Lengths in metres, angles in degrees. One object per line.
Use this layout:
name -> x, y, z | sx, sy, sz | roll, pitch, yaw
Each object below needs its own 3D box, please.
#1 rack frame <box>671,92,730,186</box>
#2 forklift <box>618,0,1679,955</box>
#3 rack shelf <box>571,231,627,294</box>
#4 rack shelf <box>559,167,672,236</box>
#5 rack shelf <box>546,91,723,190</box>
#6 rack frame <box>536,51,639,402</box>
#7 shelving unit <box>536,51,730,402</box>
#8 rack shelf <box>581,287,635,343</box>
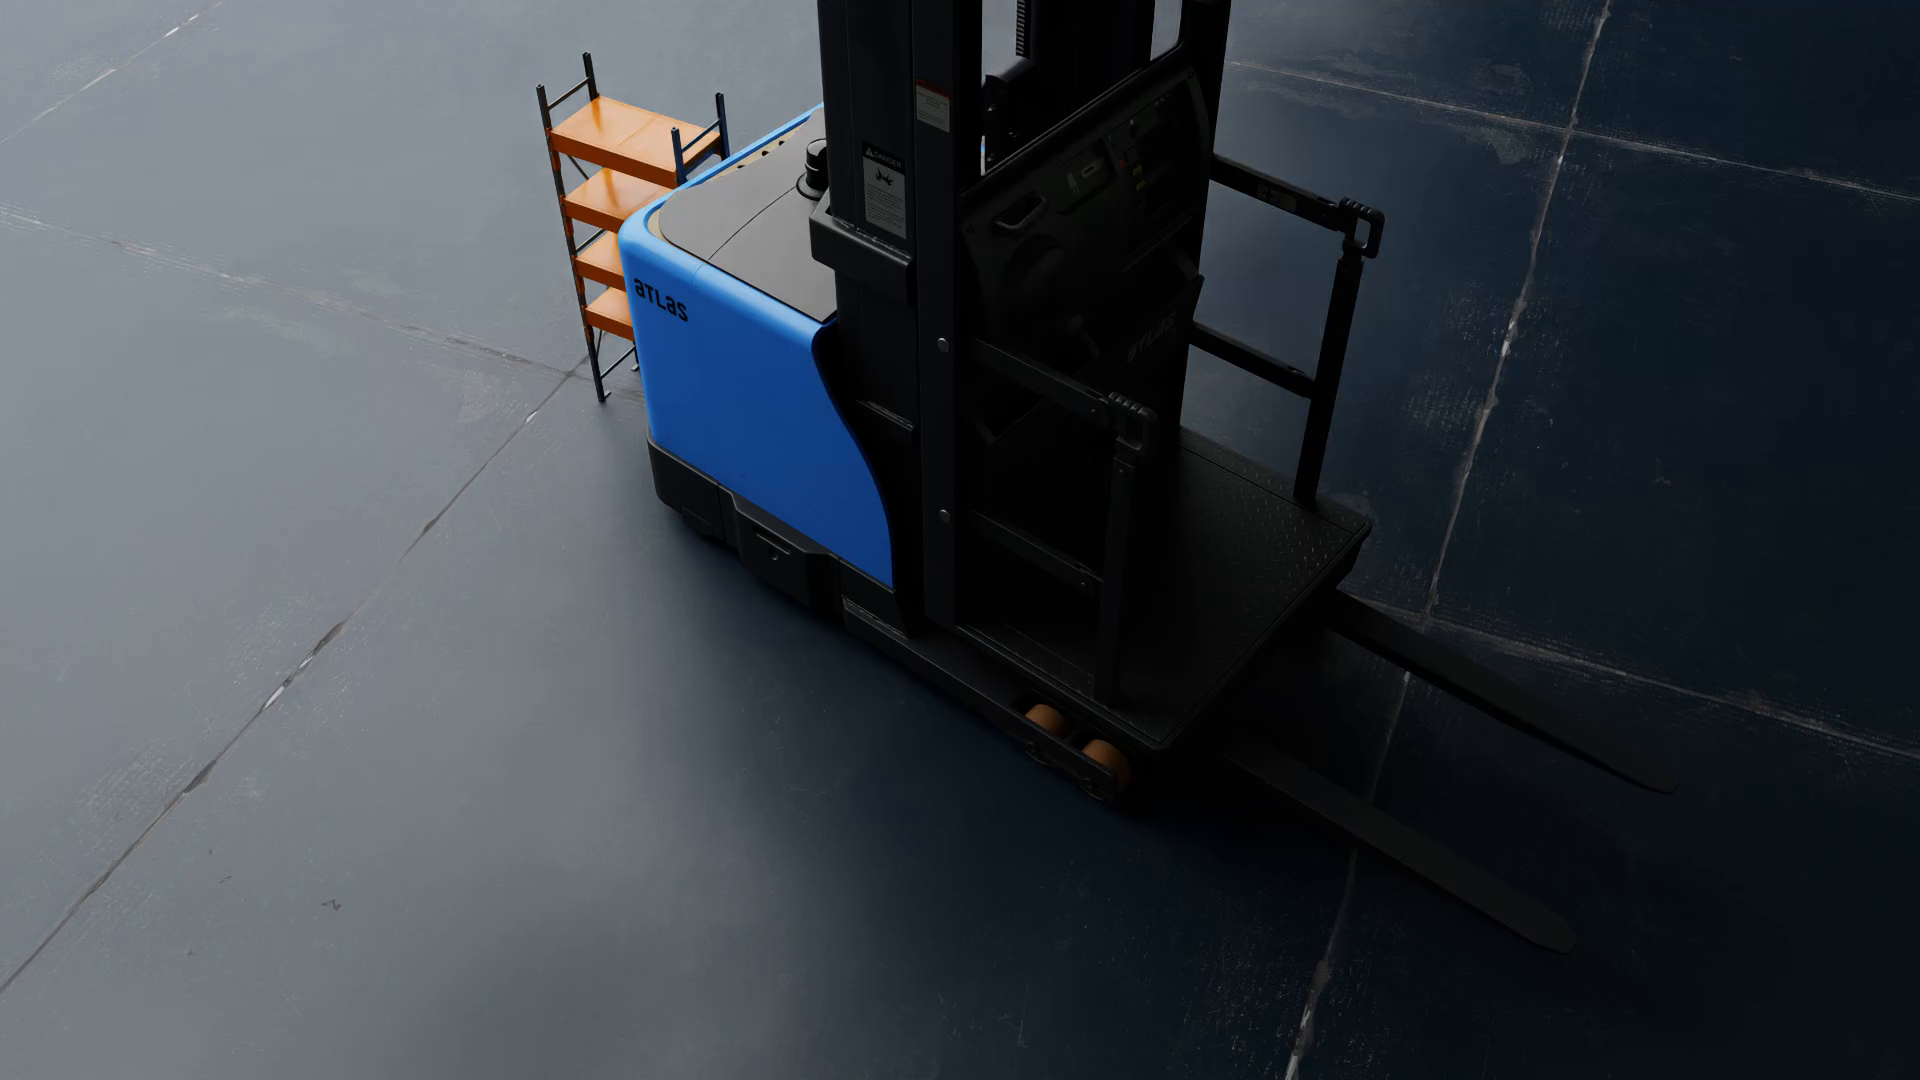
rack frame -> -0.757, -0.811, 5.215 | 0.015, 1.200, 0.240 | 21, 49, 20
forklift -> 0.486, -0.757, 3.932 | 3.031, 2.935, 1.130 | 30, 52, 27
rack shelf -> -0.970, -0.848, 5.347 | 0.480, 0.148, 0.258 | 21, 49, 20
rack shelf -> -0.970, -1.006, 5.189 | 0.480, 0.148, 0.258 | 21, 49, 20
rack shelf -> -0.970, -1.174, 5.022 | 0.480, 0.148, 0.258 | 21, 49, 20
rack frame -> -1.184, -0.979, 5.383 | 0.015, 1.200, 0.240 | 21, 49, 20
shelving unit -> -0.970, -0.895, 5.299 | 0.503, 1.200, 0.258 | 21, 49, 20
rack shelf -> -0.970, -0.707, 5.487 | 0.480, 0.148, 0.258 | 21, 49, 20
